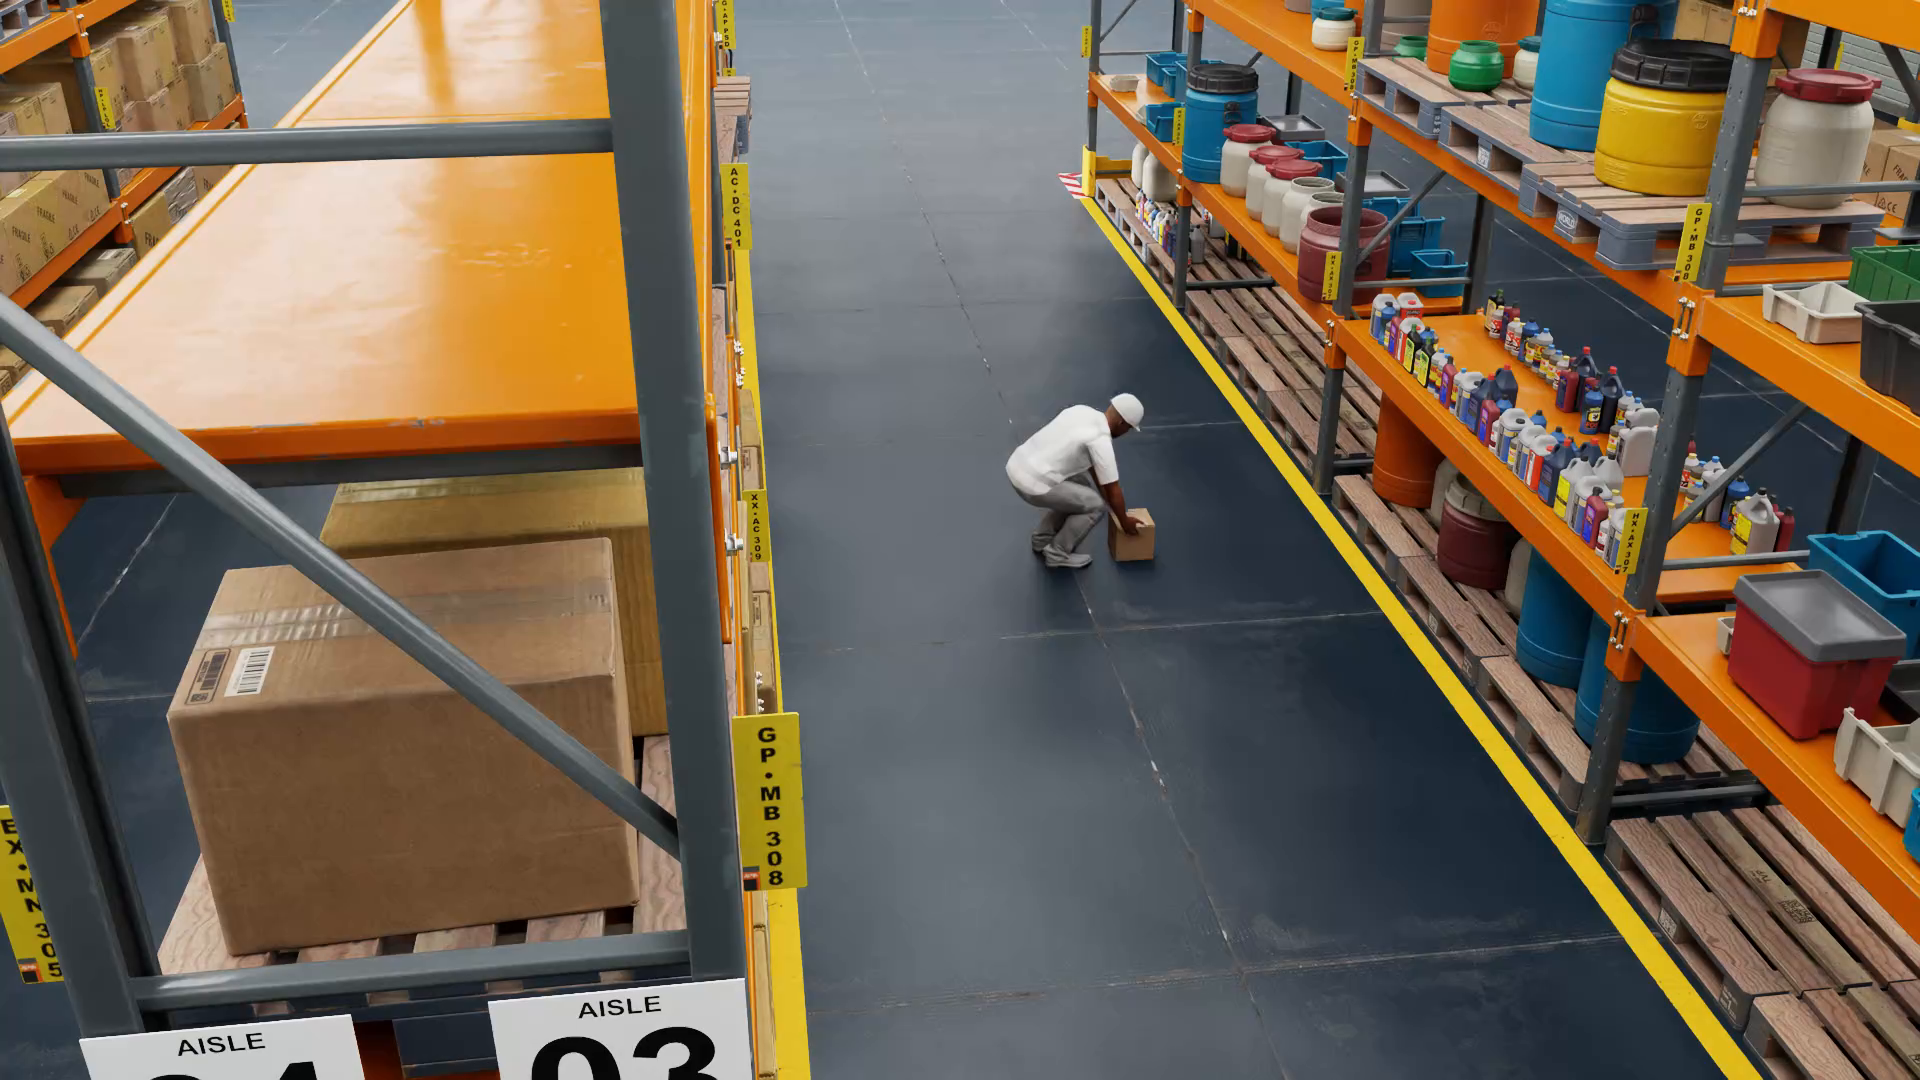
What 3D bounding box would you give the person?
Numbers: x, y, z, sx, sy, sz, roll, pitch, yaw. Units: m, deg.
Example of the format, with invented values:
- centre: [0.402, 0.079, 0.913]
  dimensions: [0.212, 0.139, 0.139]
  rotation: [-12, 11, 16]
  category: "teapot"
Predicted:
- centre: [0.727, -0.402, 10.617]
  dimensions: [0.874, 1.087, 0.602]
  rotation: [-4, 27, -7]
  category: "person"
